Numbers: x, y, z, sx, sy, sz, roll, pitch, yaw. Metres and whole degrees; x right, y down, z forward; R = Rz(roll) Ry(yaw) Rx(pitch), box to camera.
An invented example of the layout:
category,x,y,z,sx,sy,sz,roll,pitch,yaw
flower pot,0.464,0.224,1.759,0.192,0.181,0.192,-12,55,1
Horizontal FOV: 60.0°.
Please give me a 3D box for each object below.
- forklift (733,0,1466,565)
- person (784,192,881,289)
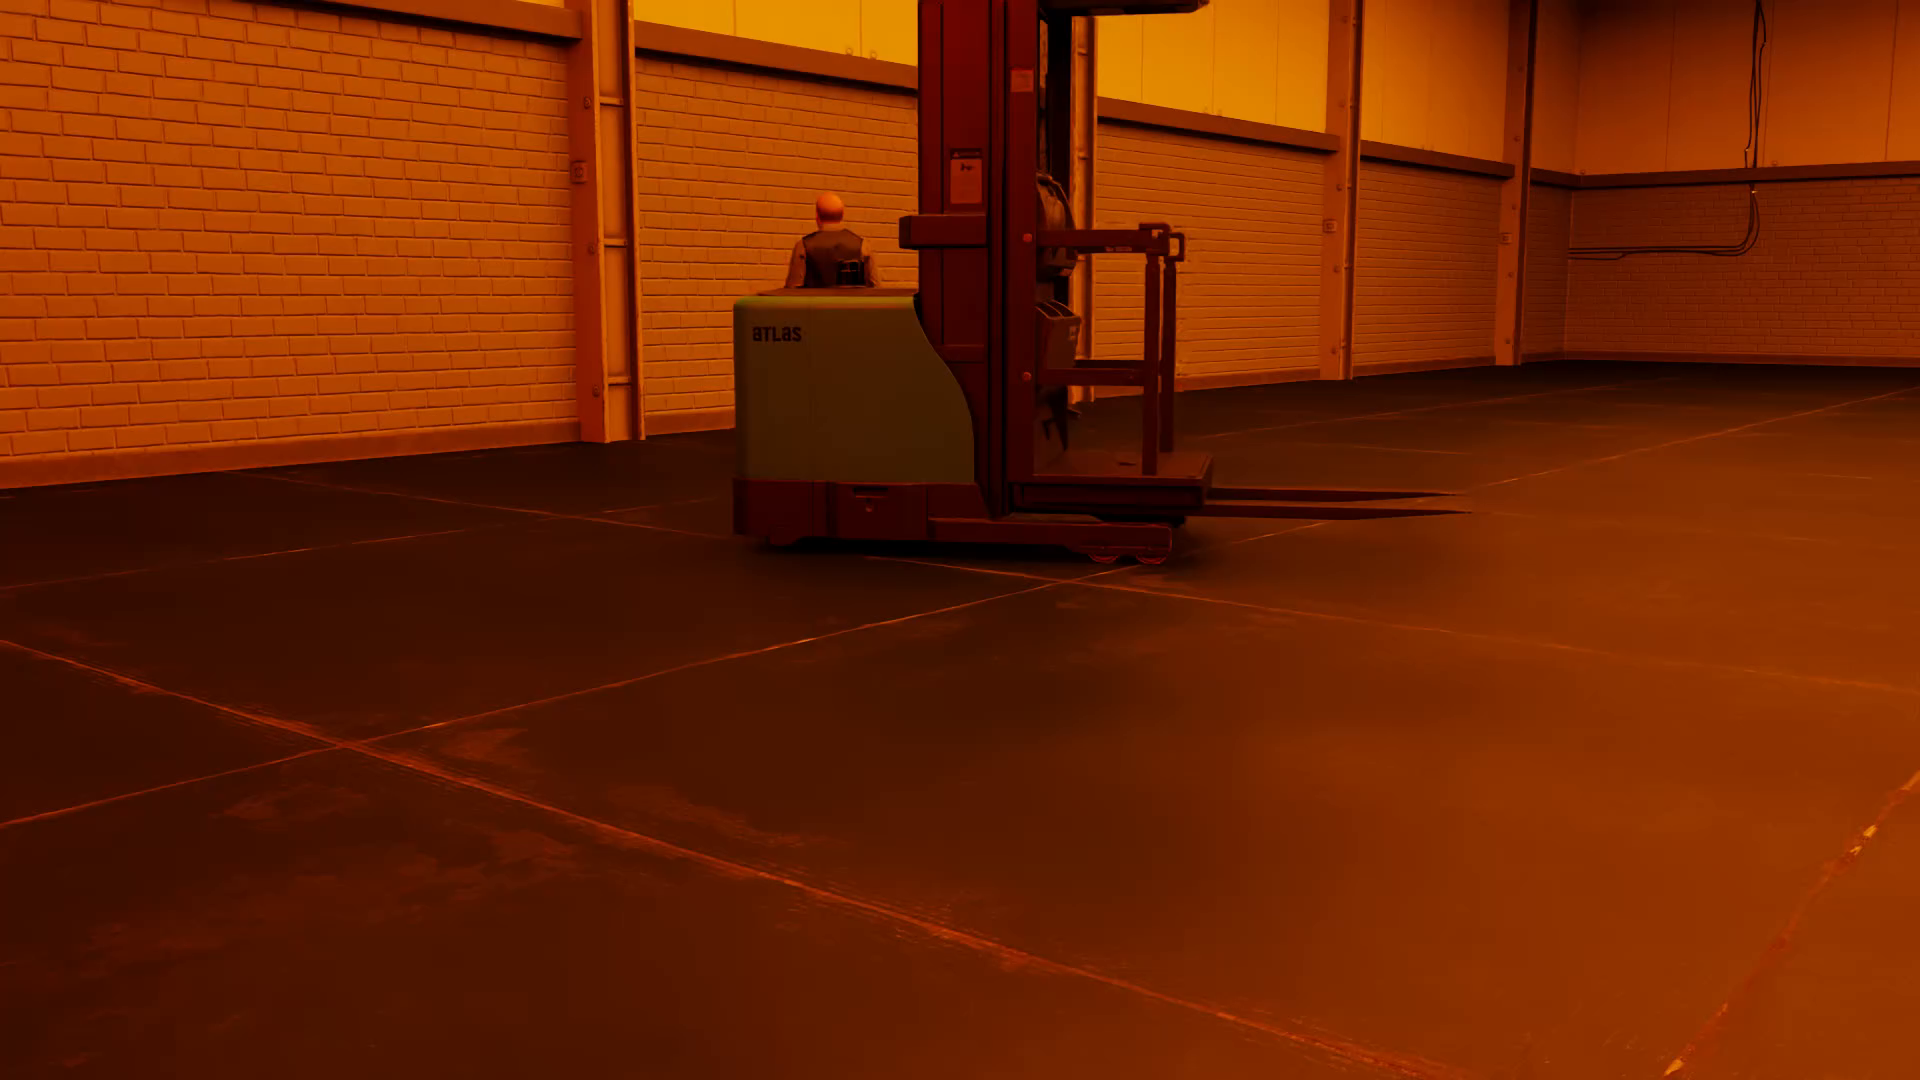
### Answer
category,x,y,z,sx,sy,sz,roll,pitch,yaw
forklift,0.599,-1.433,7.077,3.031,2.935,1.130,2,8,11
person,-0.809,-1.283,10.449,0.617,1.758,0.551,-2,9,-12
